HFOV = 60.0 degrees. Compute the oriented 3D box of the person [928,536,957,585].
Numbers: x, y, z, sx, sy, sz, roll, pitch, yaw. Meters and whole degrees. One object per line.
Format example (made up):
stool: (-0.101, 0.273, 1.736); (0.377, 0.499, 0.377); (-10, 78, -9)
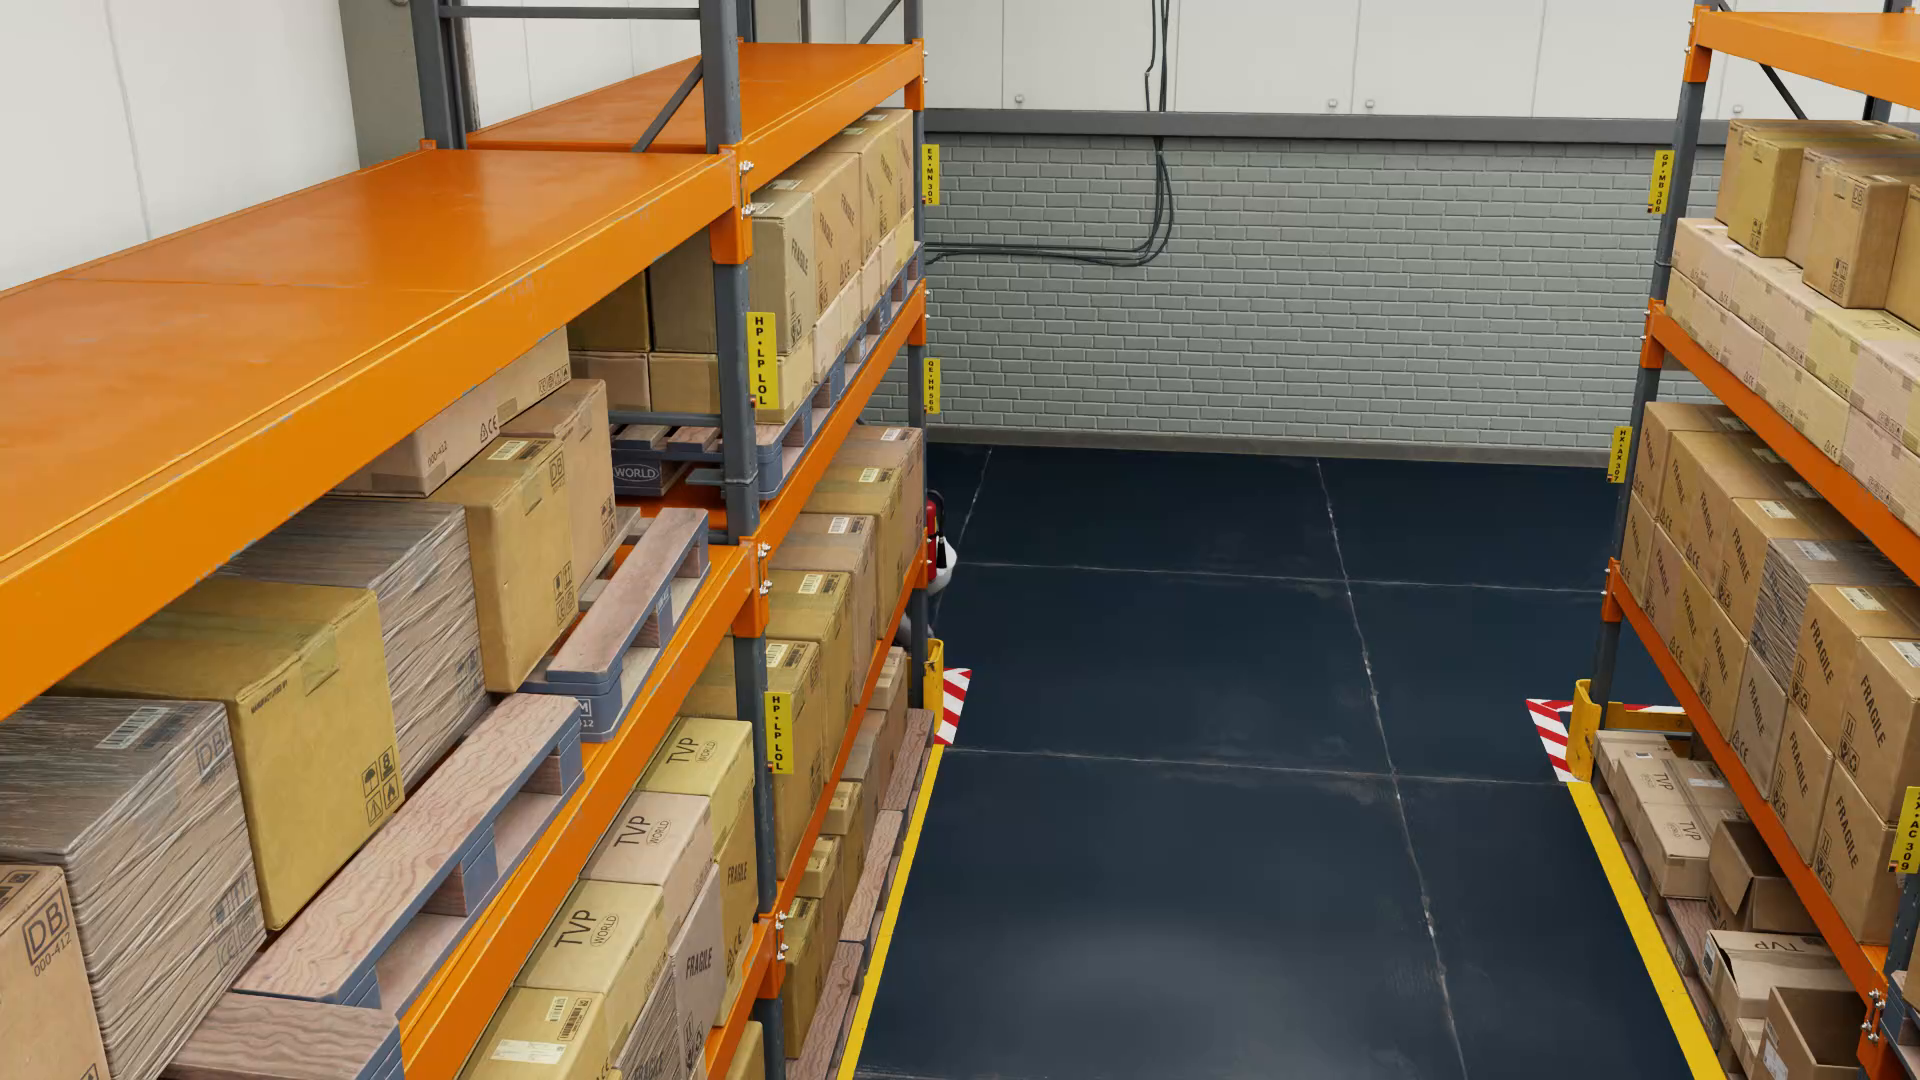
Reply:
person: (-0.399, 0.091, 11.107); (0.742, 0.846, 0.490); (2, 21, 6)
